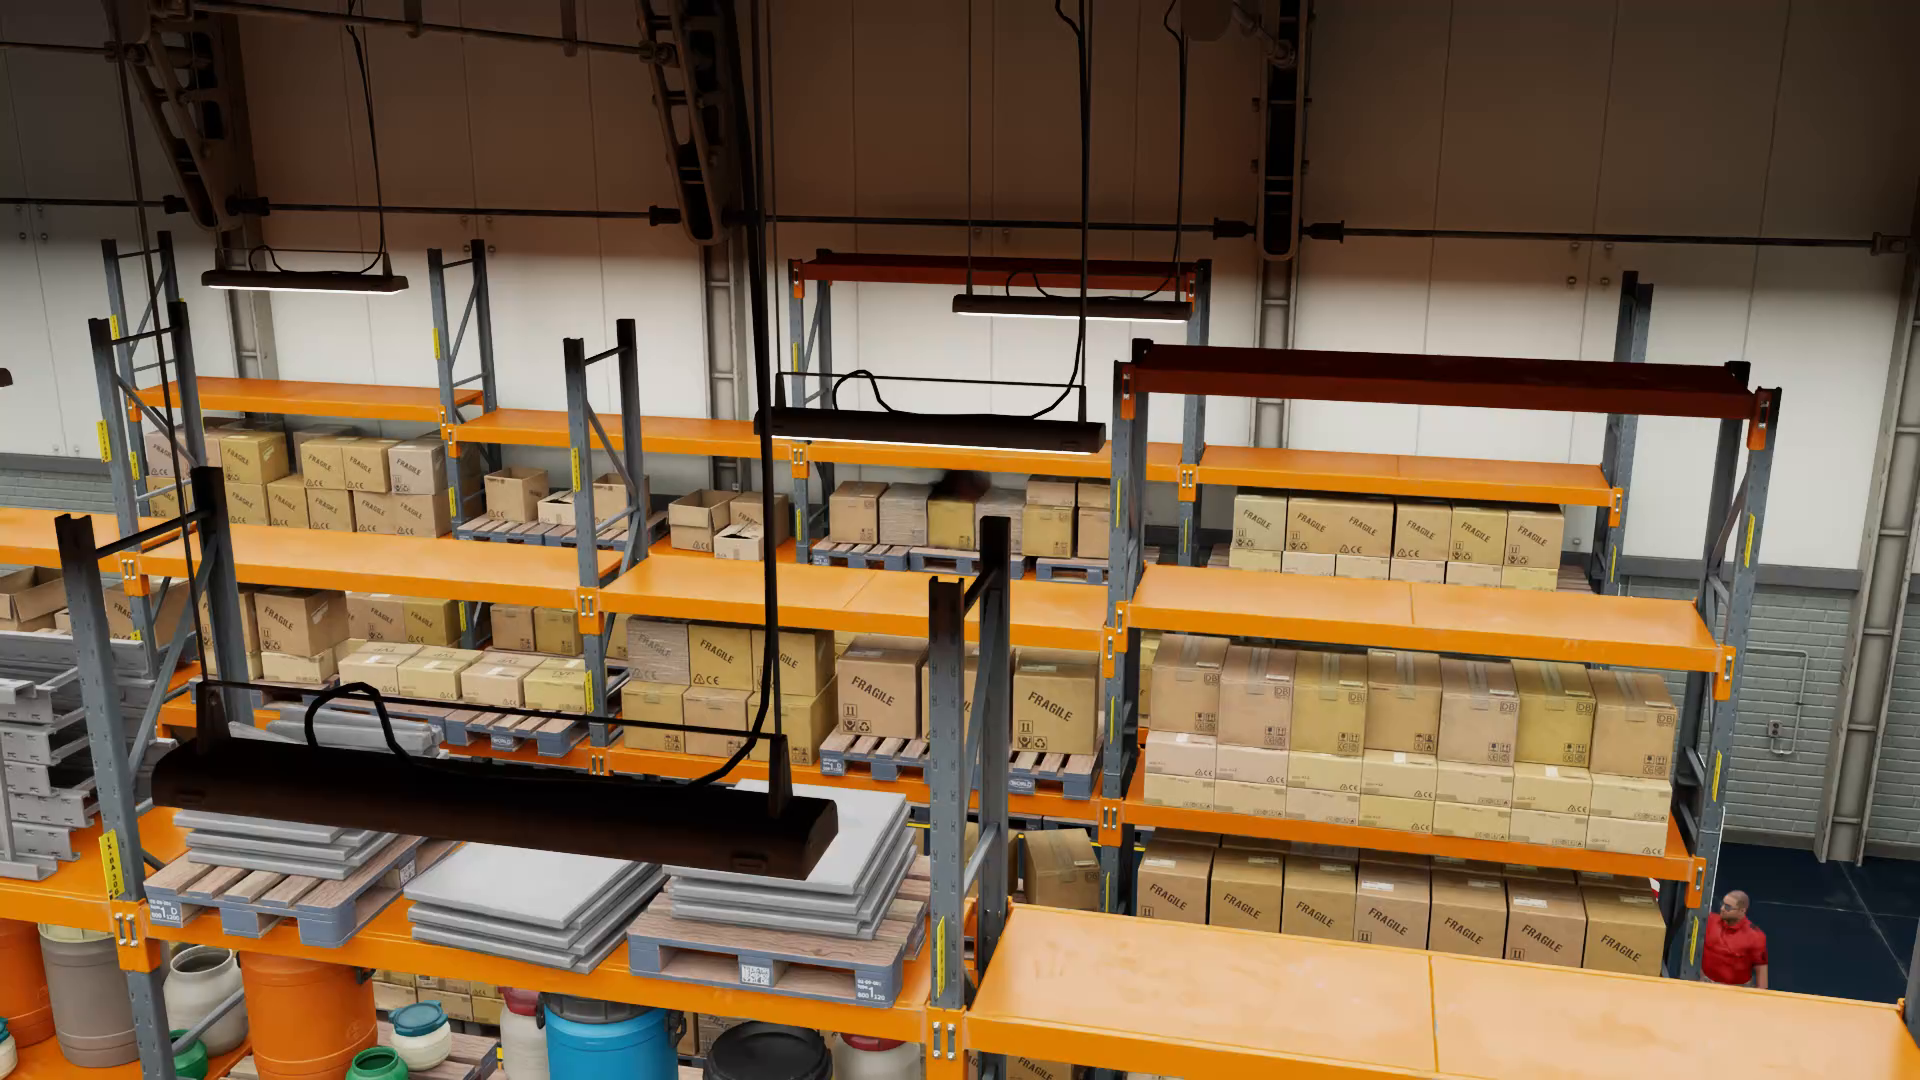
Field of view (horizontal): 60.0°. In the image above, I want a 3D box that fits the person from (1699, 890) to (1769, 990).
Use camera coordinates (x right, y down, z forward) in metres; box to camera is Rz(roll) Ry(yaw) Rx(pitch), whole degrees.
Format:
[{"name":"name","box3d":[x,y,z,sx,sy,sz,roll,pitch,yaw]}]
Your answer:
[{"name":"person","box3d":[6.058,3.601,13.044,0.362,1.767,0.710,-9,18,-27]}]
